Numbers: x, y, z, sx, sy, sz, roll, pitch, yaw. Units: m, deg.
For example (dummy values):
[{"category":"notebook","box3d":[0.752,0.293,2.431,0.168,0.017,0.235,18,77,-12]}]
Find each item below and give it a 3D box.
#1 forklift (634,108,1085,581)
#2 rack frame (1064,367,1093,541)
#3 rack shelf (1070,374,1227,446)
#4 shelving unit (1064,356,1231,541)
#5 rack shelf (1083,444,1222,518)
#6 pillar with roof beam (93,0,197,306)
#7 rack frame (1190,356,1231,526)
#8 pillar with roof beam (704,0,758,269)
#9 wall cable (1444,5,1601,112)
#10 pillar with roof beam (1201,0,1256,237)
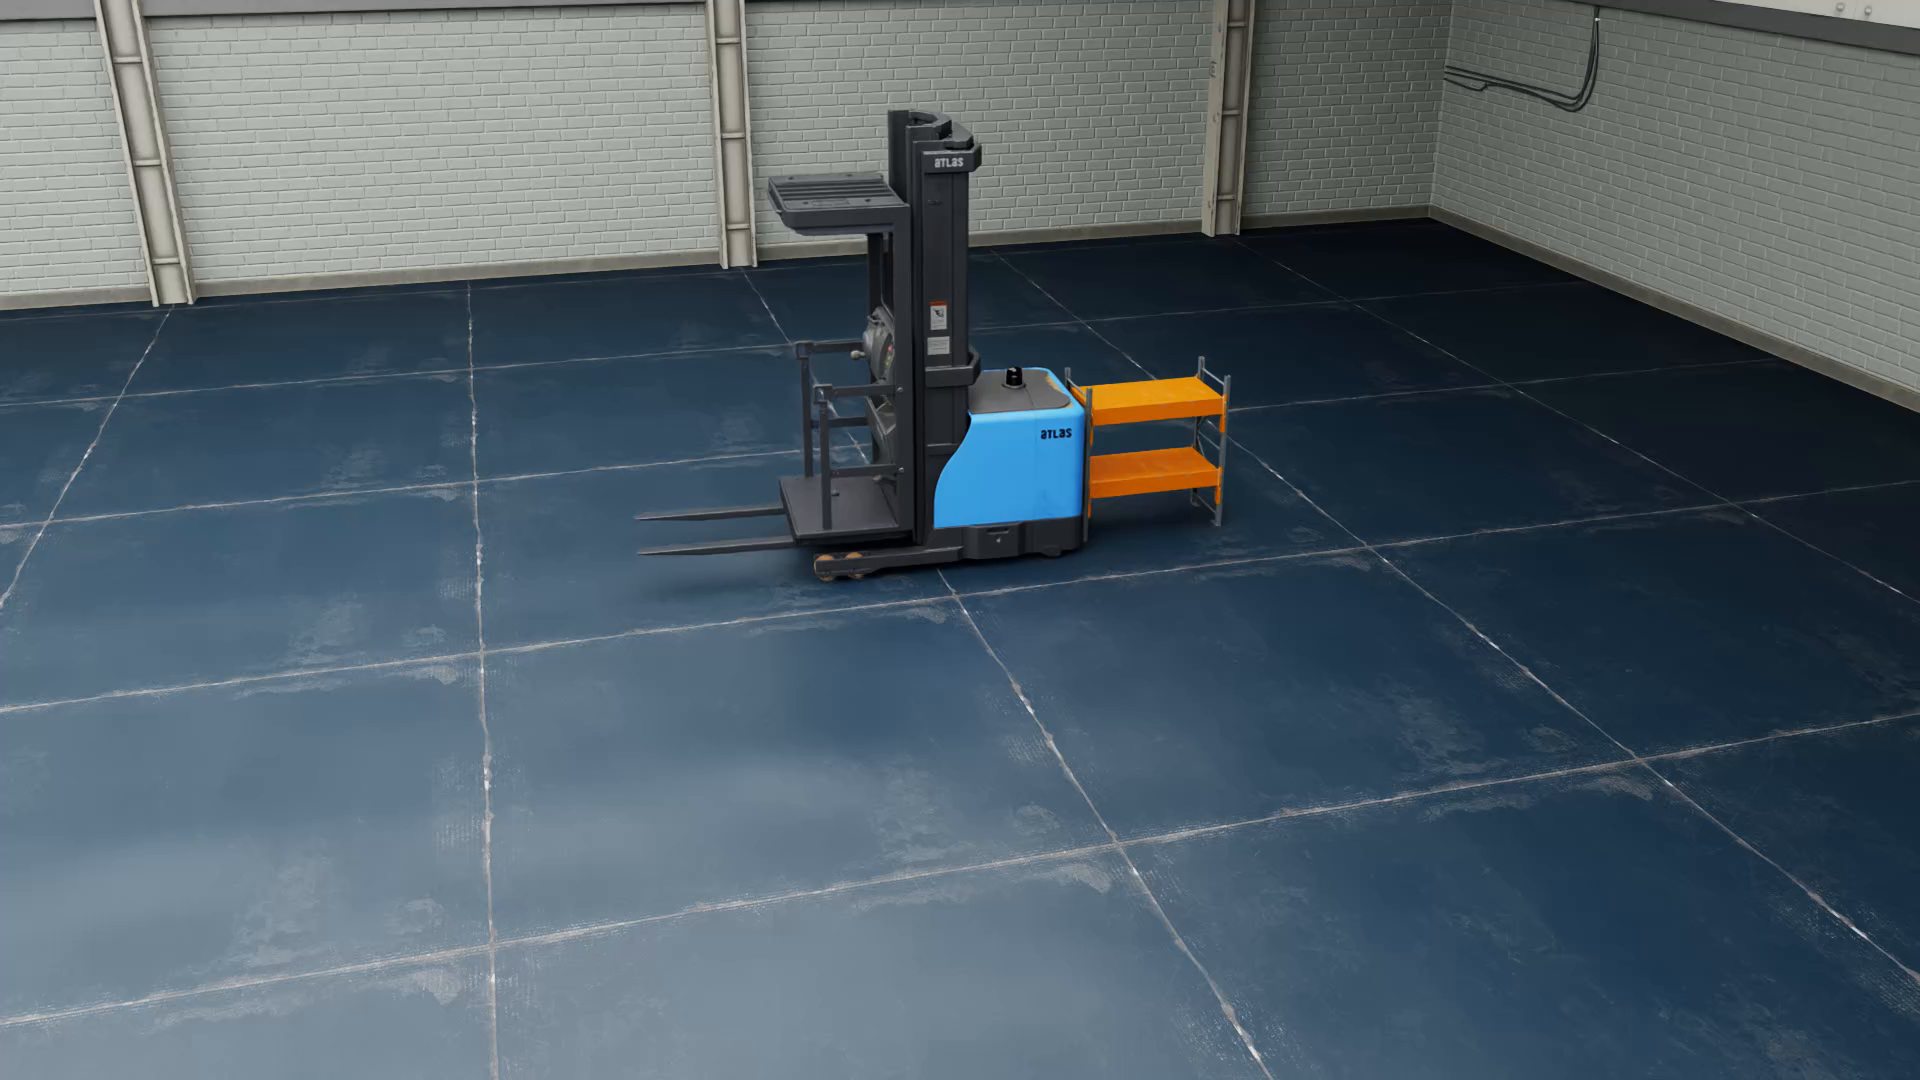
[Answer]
[{"category":"forklift","box3d":[-0.720,-1.303,11.070,3.031,2.935,1.130,-5,24,-11]},{"category":"rack frame","box3d":[0.820,-0.605,11.733,0.032,1.125,0.500,-6,24,-14]},{"category":"rack shelf","box3d":[1.310,-0.927,11.741,1.000,0.278,0.538,-6,24,-14]},{"category":"shelving unit","box3d":[1.310,-0.658,11.857,1.048,1.125,0.538,-6,24,-14]},{"category":"rack shelf","box3d":[1.310,-0.433,11.953,1.000,0.278,0.538,-6,24,-14]},{"category":"pillar with roof beam","box3d":[-7.163,-5.032,12.066,0.400,9.000,9.100,-6,24,-14]},{"category":"rack frame","box3d":[1.800,-0.711,11.981,0.032,1.125,0.500,-6,24,-14]},{"category":"pillar with roof beam","box3d":[-1.386,-5.672,13.556,0.400,9.000,9.100,-6,24,-14]},{"category":"wall cable","box3d":[6.422,-6.330,19.028,0.112,2.526,3.097,-6,24,-14]},{"category":"pillar with roof beam","box3d":[4.391,-6.311,15.045,0.400,9.000,9.100,-6,24,-14]}]
